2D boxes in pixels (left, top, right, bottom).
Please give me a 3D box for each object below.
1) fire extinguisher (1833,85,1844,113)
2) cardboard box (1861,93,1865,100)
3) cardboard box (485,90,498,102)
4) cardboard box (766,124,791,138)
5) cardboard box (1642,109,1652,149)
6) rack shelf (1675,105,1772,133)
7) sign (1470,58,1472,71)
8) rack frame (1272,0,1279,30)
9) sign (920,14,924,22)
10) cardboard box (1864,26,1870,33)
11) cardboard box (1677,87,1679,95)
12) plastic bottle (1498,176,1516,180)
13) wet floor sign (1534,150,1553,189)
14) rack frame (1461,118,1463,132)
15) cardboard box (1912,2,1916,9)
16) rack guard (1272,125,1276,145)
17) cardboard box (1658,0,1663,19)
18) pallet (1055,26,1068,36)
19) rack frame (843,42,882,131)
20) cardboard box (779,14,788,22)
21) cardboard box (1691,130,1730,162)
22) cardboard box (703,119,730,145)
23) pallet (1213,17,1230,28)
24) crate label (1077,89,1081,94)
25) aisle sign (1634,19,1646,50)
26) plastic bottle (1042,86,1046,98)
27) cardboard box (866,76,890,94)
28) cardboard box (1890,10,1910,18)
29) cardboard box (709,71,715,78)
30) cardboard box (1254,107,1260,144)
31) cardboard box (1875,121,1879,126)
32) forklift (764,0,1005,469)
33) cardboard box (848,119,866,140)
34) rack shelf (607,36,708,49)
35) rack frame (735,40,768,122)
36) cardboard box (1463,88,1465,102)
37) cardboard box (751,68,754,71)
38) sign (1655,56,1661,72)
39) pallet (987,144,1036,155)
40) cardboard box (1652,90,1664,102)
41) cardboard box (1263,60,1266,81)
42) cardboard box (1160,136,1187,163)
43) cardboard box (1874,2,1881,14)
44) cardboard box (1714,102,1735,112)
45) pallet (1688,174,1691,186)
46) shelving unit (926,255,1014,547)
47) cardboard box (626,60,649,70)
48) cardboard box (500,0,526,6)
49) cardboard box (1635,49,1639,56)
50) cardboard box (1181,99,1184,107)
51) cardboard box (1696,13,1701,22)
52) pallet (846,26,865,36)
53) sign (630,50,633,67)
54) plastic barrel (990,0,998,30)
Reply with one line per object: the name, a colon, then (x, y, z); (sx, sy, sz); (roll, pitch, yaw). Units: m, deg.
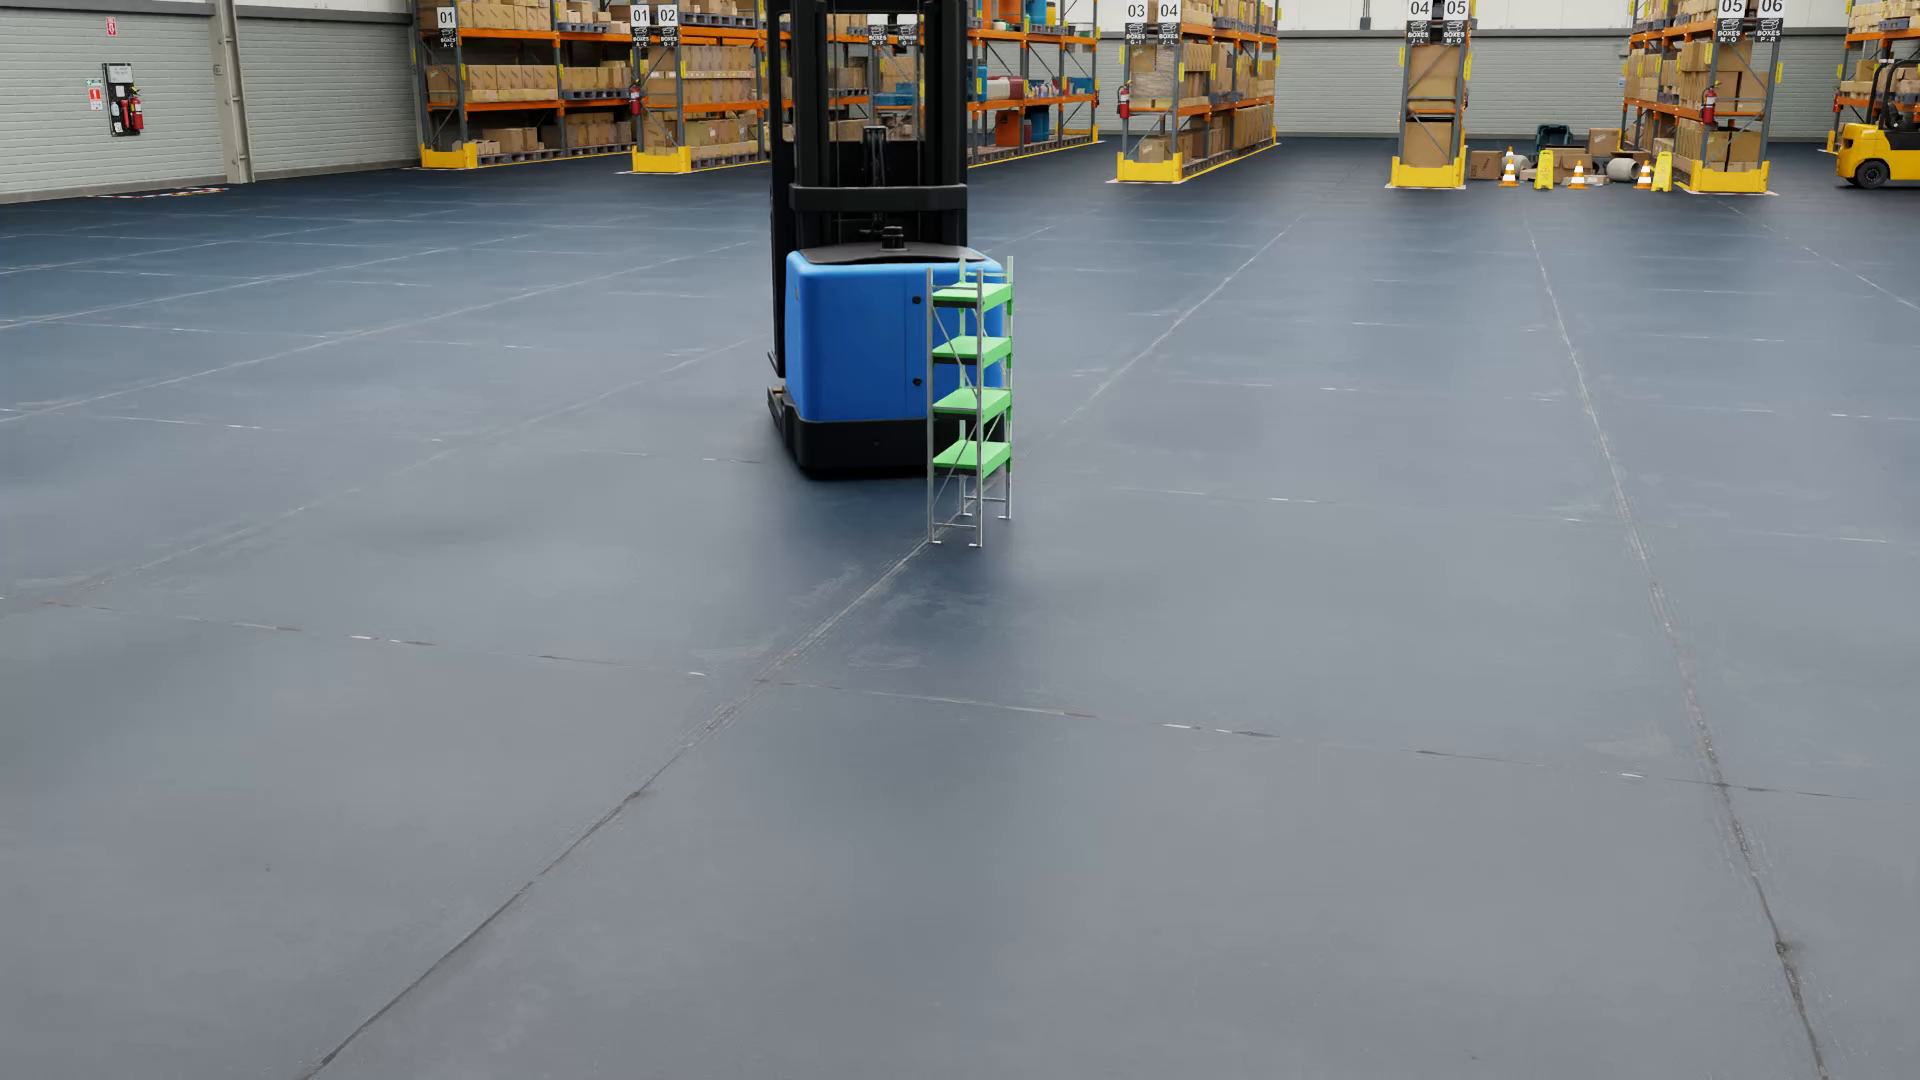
fire extinguisher: (21.901, -11.005, 41.457); (0.296, 0.674, 0.183); (5, 16, 16)
cardboard box: (21.264, -10.358, 38.812); (0.380, 0.149, 0.250); (4, 16, 15)
cardboard box: (-10.176, -9.444, 35.365); (0.500, 0.250, 0.500); (4, 16, 14)
cardboard box: (-4.217, -9.433, 38.332); (0.500, 0.311, 0.500); (4, 16, 14)
cardboard box: (16.306, -9.496, 38.437); (0.875, 0.875, 0.875); (5, 17, 18)
rack shelf: (13.564, -7.522, 29.672); (1.077, 0.370, 4.000); (5, 16, 16)
sign: (12.164, -11.357, 39.751); (0.100, 0.325, 0.005); (5, 16, 16)
rack frame: (8.041, -15.186, 44.378); (1.000, 3.000, 0.127); (5, 16, 16)
sign: (-0.729, -9.901, 31.228); (0.100, 0.325, 0.005); (5, 16, 16)
cardboard box: (21.394, -11.945, 38.910); (0.380, 0.149, 0.250); (5, 17, 17)
cardboard box: (14.106, -8.697, 32.184); (0.380, 0.149, 0.250); (4, 16, 14)
plastic bottle: (10.210, -6.754, 31.030); (0.283, 0.061, 0.133); (-1, 16, -3)
wet floor sign: (10.111, -6.409, 28.742); (0.267, 0.644, 0.232); (2, 16, 6)
rack frame: (12.768, -11.889, 43.747); (1.000, 3.000, 0.127); (5, 16, 16)
cardboard box: (20.212, -11.213, 34.865); (0.380, 0.149, 0.250); (5, 16, 16)
rack guard: (8.048, -11.103, 45.560); (1.175, 0.500, 0.348); (5, 16, 16)
cardboard box: (15.368, -11.405, 35.593); (0.700, 0.500, 0.500); (4, 16, 13)
pallet: (2.026, -12.777, 41.728); (1.213, 0.211, 1.003); (5, 16, 16)
rack frame: (-2.593, -12.022, 44.219); (1.000, 3.000, 0.127); (5, 16, 16)
cardboard box: (-4.264, -11.998, 38.140); (0.500, 0.250, 0.500); (3, 16, 11)
cardboard box: (12.973, -6.815, 28.755); (0.500, 0.500, 0.500); (5, 17, 16)
cardboard box: (-5.208, -8.638, 35.182); (0.500, 0.500, 0.500); (5, 16, 16)
pallet: (4.908, -10.666, 34.285); (1.213, 0.211, 1.003); (5, 16, 16)
crate label: (3.082, -12.209, 45.250); (0.396, 0.136, 0.243); (5, 16, 16)
aisle sign: (17.285, -12.823, 42.278); (0.394, 0.787, 0.004); (5, 16, 16)
plastic bottle: (2.068, -11.187, 41.500); (0.152, 0.276, 0.135); (5, 16, 16)
cardboard box: (-2.187, -12.183, 44.601); (0.500, 0.500, 0.500); (5, 17, 17)
cardboard box: (20.461, -11.427, 36.132); (0.380, 0.149, 0.250); (5, 17, 17)
cardboard box: (-5.321, -9.666, 34.540); (0.380, 0.149, 0.250); (4, 16, 15)
cardboard box: (6.741, -10.264, 41.144); (1.225, 0.875, 0.875); (5, 16, 16)
cardboard box: (20.809, -9.339, 37.381); (0.380, 0.149, 0.250); (5, 17, 19)
forklift: (-0.547, -2.121, 9.438); (1.130, 2.935, 3.031); (-3, 16, -10)
cardboard box: (-2.750, -10.620, 43.050); (0.500, 0.500, 0.500); (5, 17, 17)
rack shelf: (-7.911, -12.979, 43.414); (1.077, 0.370, 4.000); (5, 16, 16)
rack frame: (-6.206, -13.452, 49.259); (1.000, 3.000, 0.127); (5, 16, 16)
cardboard box: (10.052, -9.177, 34.003); (0.500, 0.500, 0.500); (5, 16, 16)
cardboard box: (-6.538, -13.271, 48.071); (0.980, 0.700, 0.700); (4, 16, 15)
sign: (14.736, -10.037, 35.099); (0.100, 0.325, 0.005); (5, 16, 16)
pallet: (1.203, -9.459, 40.291); (1.003, 0.211, 1.213); (5, 16, 16)
cardboard box: (15.164, -9.519, 35.666); (0.500, 0.250, 0.500); (4, 16, 14)
cardboard box: (7.576, -12.055, 42.690); (0.500, 0.500, 0.500); (4, 16, 14)
cardboard box: (4.222, -7.739, 32.929); (0.500, 0.500, 0.500); (3, 16, 11)
cardboard box: (21.214, -12.140, 37.948); (0.500, 0.250, 0.500); (4, 16, 15)
cardboard box: (12.897, -7.339, 28.167); (0.380, 0.149, 0.250); (5, 17, 18)
pallet: (13.282, -6.233, 28.919); (1.003, 0.211, 1.213); (5, 16, 16)
shelving unit: (0.047, -0.621, 7.318); (0.258, 1.200, 0.503); (5, 16, 16)
cardboard box: (-8.095, -12.027, 42.096); (0.500, 0.250, 0.500); (5, 17, 17)
cardboard box: (-9.783, -11.861, 36.099); (0.500, 0.500, 0.500); (4, 16, 14)
cardboard box: (16.695, -11.899, 40.578); (0.380, 0.149, 0.250); (4, 16, 15)
cardboard box: (3.978, -8.177, 31.122); (0.380, 0.149, 0.250); (5, 16, 16)
cardboard box: (13.358, -9.321, 29.658); (0.380, 0.149, 0.250); (4, 16, 15)
pallet: (-3.137, -12.938, 42.295); (1.213, 0.211, 1.003); (5, 16, 16)
sign: (-6.519, -9.600, 33.121); (0.100, 0.325, 0.005); (5, 16, 16)
plastic barrel: (0.577, -12.077, 37.996); (0.600, 0.901, 0.600); (0, 16, 0)
